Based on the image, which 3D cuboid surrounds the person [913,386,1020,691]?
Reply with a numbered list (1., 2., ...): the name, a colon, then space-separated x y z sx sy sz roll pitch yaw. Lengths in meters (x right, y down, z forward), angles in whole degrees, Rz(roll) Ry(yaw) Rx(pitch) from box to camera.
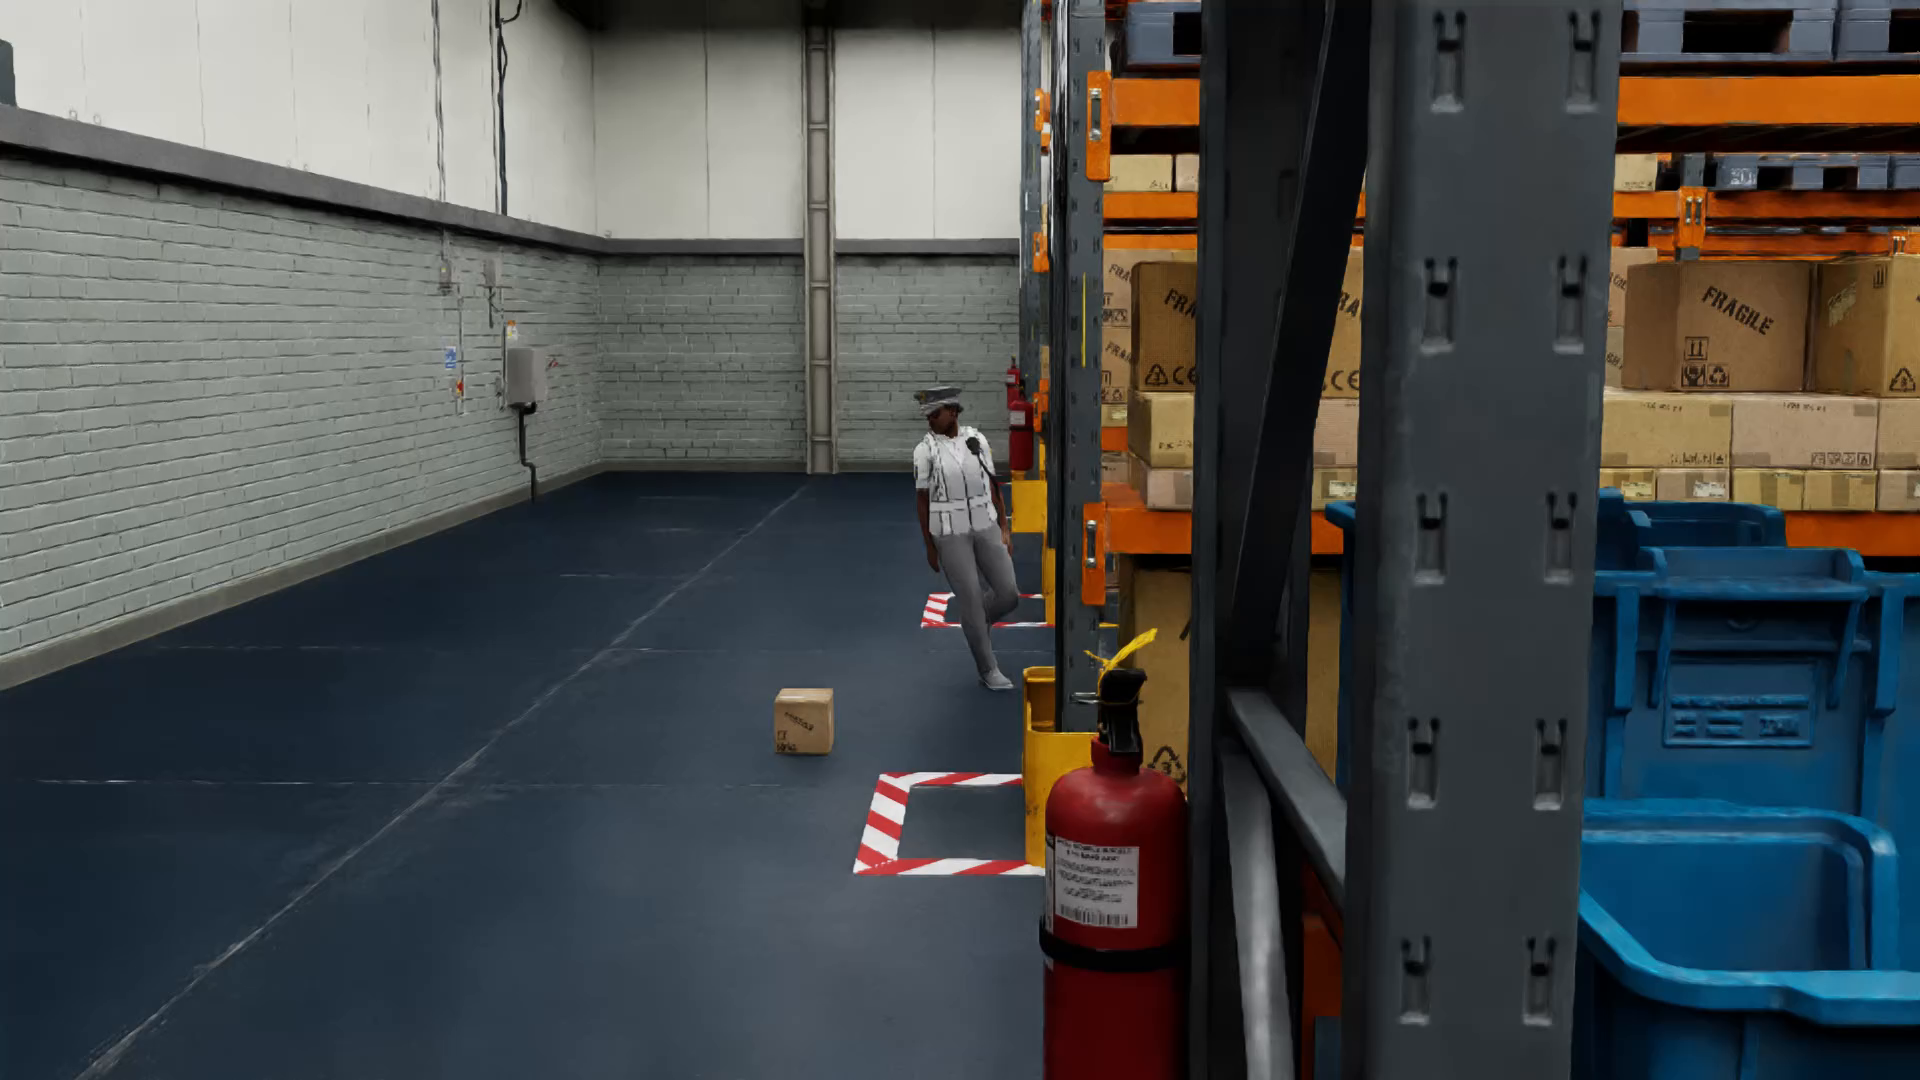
1. person: 0.022 -0.019 9.046 0.533 1.631 0.577 -3 8 -20
